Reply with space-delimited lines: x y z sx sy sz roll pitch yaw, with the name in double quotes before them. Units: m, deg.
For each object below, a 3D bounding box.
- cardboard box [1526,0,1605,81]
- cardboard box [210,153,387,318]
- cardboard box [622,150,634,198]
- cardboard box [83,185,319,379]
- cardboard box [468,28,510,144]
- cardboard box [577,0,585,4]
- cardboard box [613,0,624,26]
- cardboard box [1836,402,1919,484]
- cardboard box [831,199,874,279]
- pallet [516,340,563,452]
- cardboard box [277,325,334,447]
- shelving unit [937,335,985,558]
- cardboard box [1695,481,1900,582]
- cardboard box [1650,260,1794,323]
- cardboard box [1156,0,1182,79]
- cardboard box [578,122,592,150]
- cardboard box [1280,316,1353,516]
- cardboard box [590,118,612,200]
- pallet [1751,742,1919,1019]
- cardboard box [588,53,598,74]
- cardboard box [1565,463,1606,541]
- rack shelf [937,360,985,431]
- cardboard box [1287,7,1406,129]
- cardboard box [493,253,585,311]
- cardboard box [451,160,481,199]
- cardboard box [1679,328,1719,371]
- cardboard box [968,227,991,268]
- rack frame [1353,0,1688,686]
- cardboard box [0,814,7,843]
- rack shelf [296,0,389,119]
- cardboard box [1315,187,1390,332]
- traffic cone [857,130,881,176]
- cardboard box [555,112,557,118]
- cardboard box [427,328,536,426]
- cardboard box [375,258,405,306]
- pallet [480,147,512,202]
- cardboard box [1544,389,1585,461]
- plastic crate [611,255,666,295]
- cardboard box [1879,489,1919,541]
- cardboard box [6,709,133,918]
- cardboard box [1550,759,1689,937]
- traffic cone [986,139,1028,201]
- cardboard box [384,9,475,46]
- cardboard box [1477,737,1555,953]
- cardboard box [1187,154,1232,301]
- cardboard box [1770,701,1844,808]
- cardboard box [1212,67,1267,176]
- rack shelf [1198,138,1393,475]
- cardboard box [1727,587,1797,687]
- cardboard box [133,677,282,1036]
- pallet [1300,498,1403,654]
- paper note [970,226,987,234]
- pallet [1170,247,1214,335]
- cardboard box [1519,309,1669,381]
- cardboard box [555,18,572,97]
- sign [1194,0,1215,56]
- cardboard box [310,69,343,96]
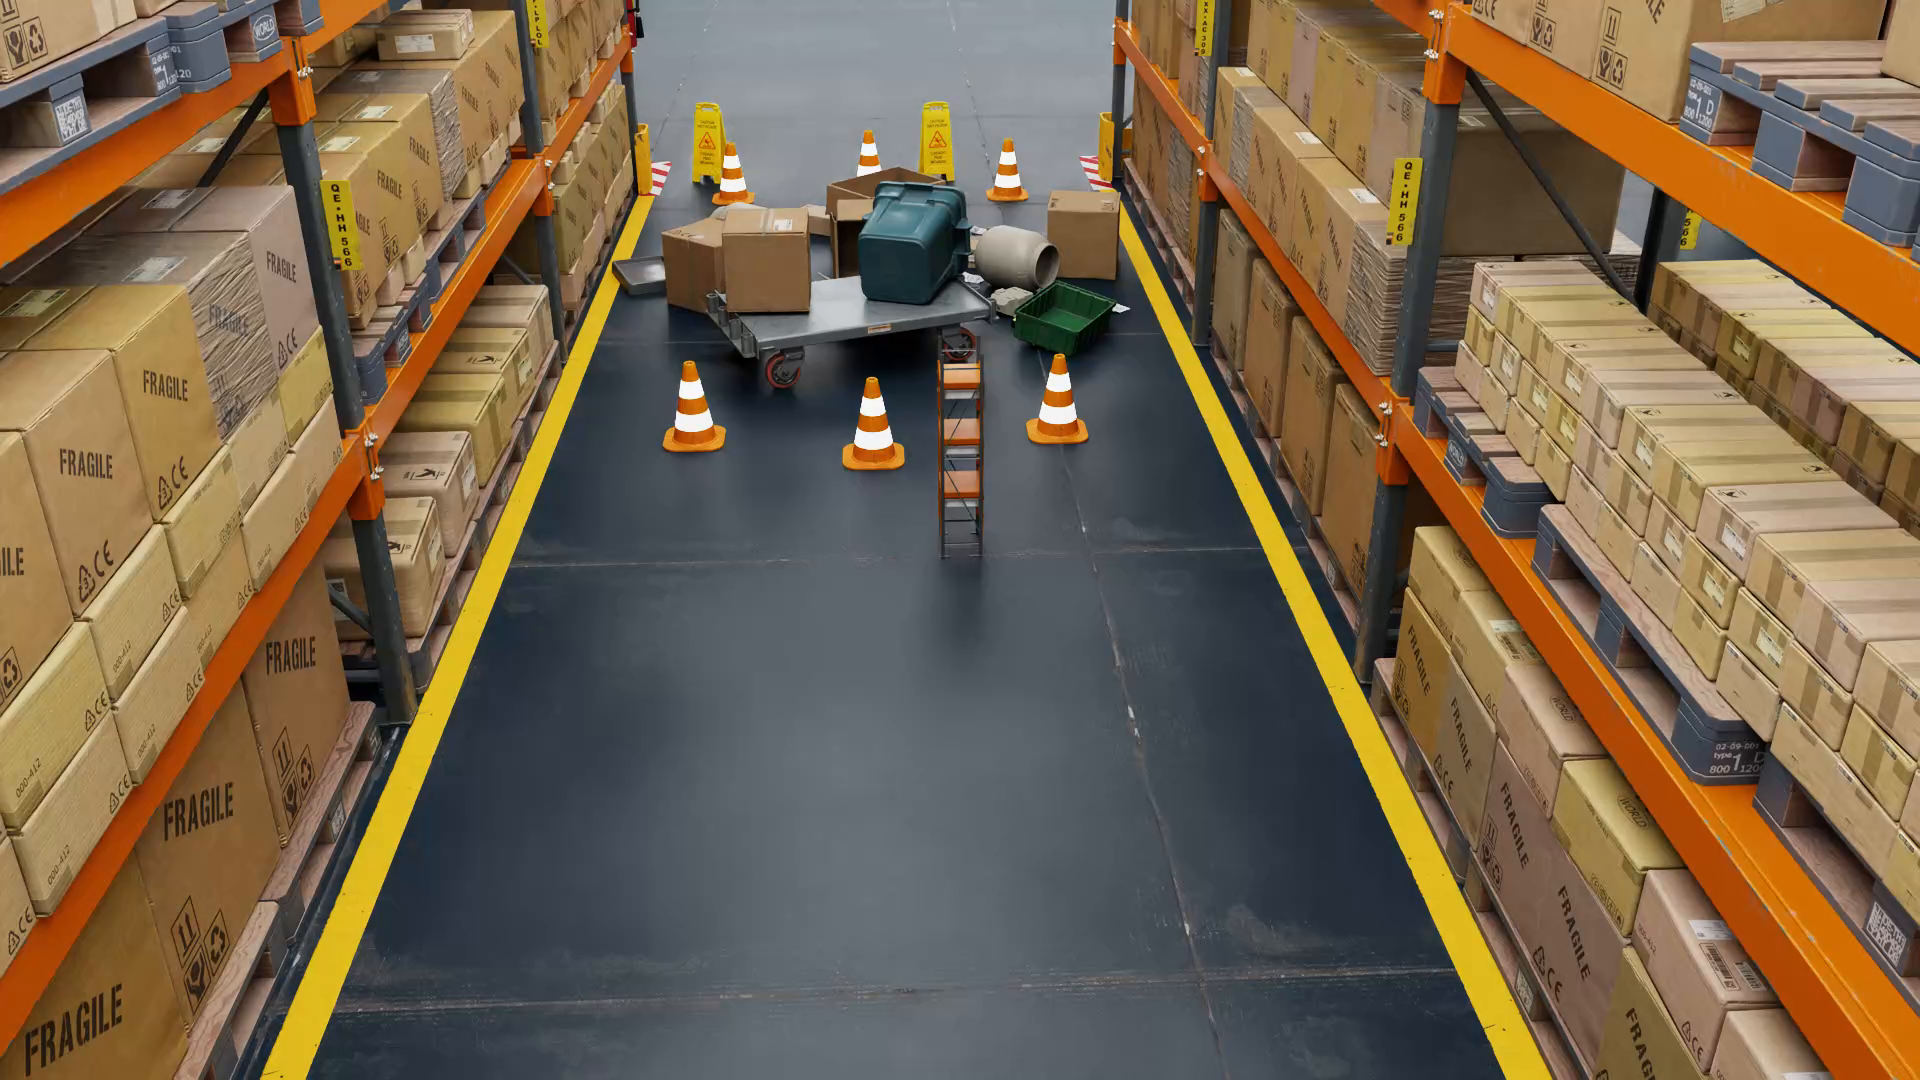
"cardboard box" 1.993 -1.624 4.769 0.500 0.500 0.500 -1 28 -3
"cardboard box" -2.534 -1.161 6.348 0.500 0.500 0.500 -2 28 -4
"cardboard box" -2.848 -2.868 13.025 0.500 0.250 0.500 -2 28 -3
"cardboard box" -2.454 -0.840 5.427 0.500 0.500 0.500 -2 28 -4
"cardboard box" -2.670 -2.358 8.643 0.500 0.500 0.500 -1 28 -2
"cardboard box" -2.761 -3.729 10.645 0.700 0.500 0.500 -2 28 -4
"cardboard box" -2.856 -4.211 12.651 0.500 0.500 0.500 -2 28 -4
"cardboard box" 2.745 -0.277 4.712 0.380 0.149 0.250 0 28 0
"cardboard box" -0.483 -2.051 11.491 0.797 0.637 0.503 -1 28 -3
"pallet" -2.909 -0.836 9.625 1.003 0.211 1.213 -1 28 -3
"cardboard box" -2.463 -0.522 5.629 0.500 0.250 0.500 -1 28 -3
"shelving unit" 0.003 -0.441 7.960 0.215 1.050 0.252 -1 28 -3
"cardboard box" 2.122 -0.025 4.228 0.380 0.149 0.250 -3 28 -5
"cardboard box" 2.679 -0.874 5.857 0.380 0.149 0.250 -2 28 -5
"cardboard box" 1.866 -3.583 11.714 0.875 0.550 0.500 -1 28 -3
"cardboard box" -2.704 -2.719 11.226 0.380 0.149 0.250 0 28 0
"cardboard box" 2.205 -0.627 8.187 1.050 0.750 0.750 -1 28 -2
"cardboard box" -2.808 -2.741 11.970 0.500 0.500 0.500 -2 28 -4
"pallet" 2.510 0.825 3.632 1.003 0.211 1.213 -1 28 -3
"cardboard box" -2.790 -3.411 11.819 0.380 0.149 0.250 -2 28 -3
"cardboard box" 2.078 -0.118 5.051 0.380 0.149 0.250 -1 28 -1
"rack shelf" 0.003 -0.683 7.834 0.215 0.259 0.240 -1 28 -3
"cardboard box" 2.074 -2.386 8.391 0.700 0.500 0.500 -1 28 -2
"cardboard box" -2.712 -1.678 10.743 0.500 0.250 0.500 -3 28 -5
"cardboard box" -2.609 -1.804 8.283 0.380 0.149 0.250 -1 28 -3
"cardboard box" 2.692 -0.617 5.686 0.380 0.149 0.250 0 28 -1
"cardboard box" 0.058 -2.135 12.057 0.396 0.266 0.258 3 28 6
"rack frame" 2.196 -0.751 6.446 1.000 3.000 0.127 -1 28 -3
"cardboard box" -2.330 0.657 3.368 0.500 0.250 0.500 -1 28 -2
"rack shelf" -2.846 -2.519 7.371 1.077 0.370 4.000 -1 28 -3
"cardboard box" 1.880 -1.227 7.251 0.500 0.500 0.500 -1 28 -3
"traffic cone" -0.758 -3.171 13.829 0.336 0.463 0.334 -1 28 -3
"cardboard box" -2.756 -2.711 10.476 0.380 0.149 0.250 -2 28 -3
"cardboard box" -2.880 -0.879 9.079 0.950 0.372 0.625 0 28 1
"cardboard box" -2.523 -1.073 6.881 0.380 0.149 0.250 -3 28 -6
"pallet" -3.056 -1.990 9.030 1.003 0.211 1.213 -1 28 -3
"cardboard box" 2.068 -0.365 5.202 0.380 0.149 0.250 -1 28 -2
"plastic crate" -2.214 -1.882 11.773 0.402 0.080 0.583 -11 30 -20
"cardboard box" 2.760 -0.026 4.551 0.380 0.149 0.250 -2 28 -4
"cardboard box" -2.332 0.643 3.935 0.500 0.250 0.500 -2 28 -3
"cardboard box" 2.058 0.867 4.783 0.500 0.250 0.500 -3 28 -5
"traffic cone" 0.388 -3.041 13.580 0.336 0.463 0.334 -1 28 -3
"cardboard box" -2.652 -2.556 8.322 0.380 0.149 0.250 -2 28 -4
"cardboard box" 2.039 0.973 5.390 0.500 0.500 0.500 -2 28 -4
"cardboard box" 2.024 -2.134 10.942 0.875 0.875 0.875 -1 28 -2
"cardboard box" 2.148 0.492 3.881 0.380 0.149 0.250 -3 28 -5
"cardboard box" 1.746 -2.393 9.487 0.500 0.500 0.500 -1 28 -2
"rack shelf" 2.092 -1.356 8.383 1.077 0.370 4.000 -1 28 -3
"cardboard box" 2.131 0.228 4.065 0.380 0.149 0.250 -3 28 -5
"cardboard box" -2.747 0.904 5.116 0.875 0.875 0.875 -1 28 -2
"pallet" 2.230 0.120 7.793 1.003 0.211 1.213 -1 28 -3
"paper note" 0.162 -2.382 12.787 0.144 0.017 0.142 8 29 15
"pallet" 2.026 -1.715 11.310 1.003 0.211 1.213 -1 28 -3
"cardboard box" 2.052 -0.634 5.396 0.380 0.149 0.250 -2 28 -3
"cardboard box" -2.745 -3.049 10.423 0.500 0.500 0.500 -1 28 -3
"sign" 1.433 -3.003 9.742 0.100 0.325 0.005 -1 28 -3
"cardboard box" -3.136 -1.874 7.716 0.500 0.500 0.500 -2 28 -5
